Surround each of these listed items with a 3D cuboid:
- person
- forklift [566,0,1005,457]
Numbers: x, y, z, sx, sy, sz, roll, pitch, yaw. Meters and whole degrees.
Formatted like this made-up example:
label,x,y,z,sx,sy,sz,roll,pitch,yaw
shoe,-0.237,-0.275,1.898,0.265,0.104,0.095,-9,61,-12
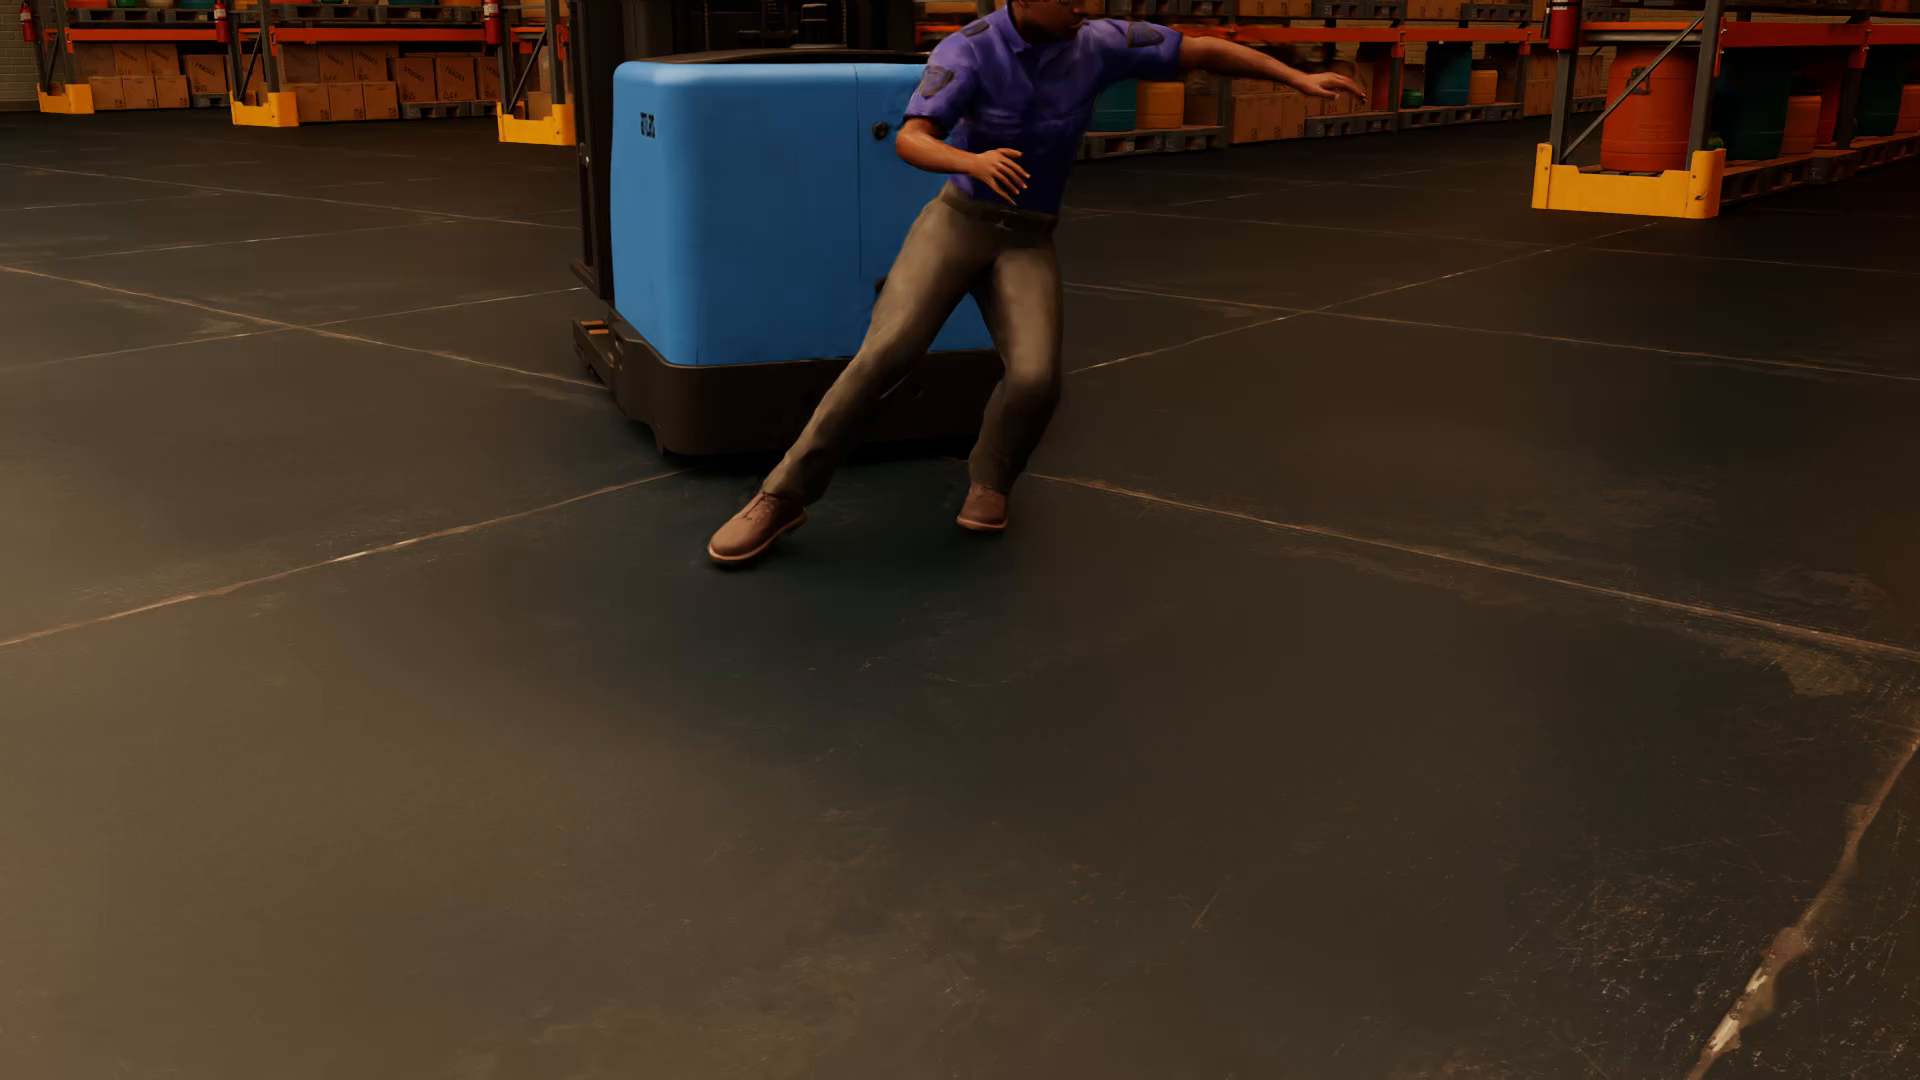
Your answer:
label,x,y,z,sx,sy,sz,roll,pitch,yaw
person,0.121,-0.670,3.777,1.460,1.388,0.745,-6,18,-20
forklift,-0.767,-2.014,5.531,1.130,2.935,3.031,-6,18,-19
